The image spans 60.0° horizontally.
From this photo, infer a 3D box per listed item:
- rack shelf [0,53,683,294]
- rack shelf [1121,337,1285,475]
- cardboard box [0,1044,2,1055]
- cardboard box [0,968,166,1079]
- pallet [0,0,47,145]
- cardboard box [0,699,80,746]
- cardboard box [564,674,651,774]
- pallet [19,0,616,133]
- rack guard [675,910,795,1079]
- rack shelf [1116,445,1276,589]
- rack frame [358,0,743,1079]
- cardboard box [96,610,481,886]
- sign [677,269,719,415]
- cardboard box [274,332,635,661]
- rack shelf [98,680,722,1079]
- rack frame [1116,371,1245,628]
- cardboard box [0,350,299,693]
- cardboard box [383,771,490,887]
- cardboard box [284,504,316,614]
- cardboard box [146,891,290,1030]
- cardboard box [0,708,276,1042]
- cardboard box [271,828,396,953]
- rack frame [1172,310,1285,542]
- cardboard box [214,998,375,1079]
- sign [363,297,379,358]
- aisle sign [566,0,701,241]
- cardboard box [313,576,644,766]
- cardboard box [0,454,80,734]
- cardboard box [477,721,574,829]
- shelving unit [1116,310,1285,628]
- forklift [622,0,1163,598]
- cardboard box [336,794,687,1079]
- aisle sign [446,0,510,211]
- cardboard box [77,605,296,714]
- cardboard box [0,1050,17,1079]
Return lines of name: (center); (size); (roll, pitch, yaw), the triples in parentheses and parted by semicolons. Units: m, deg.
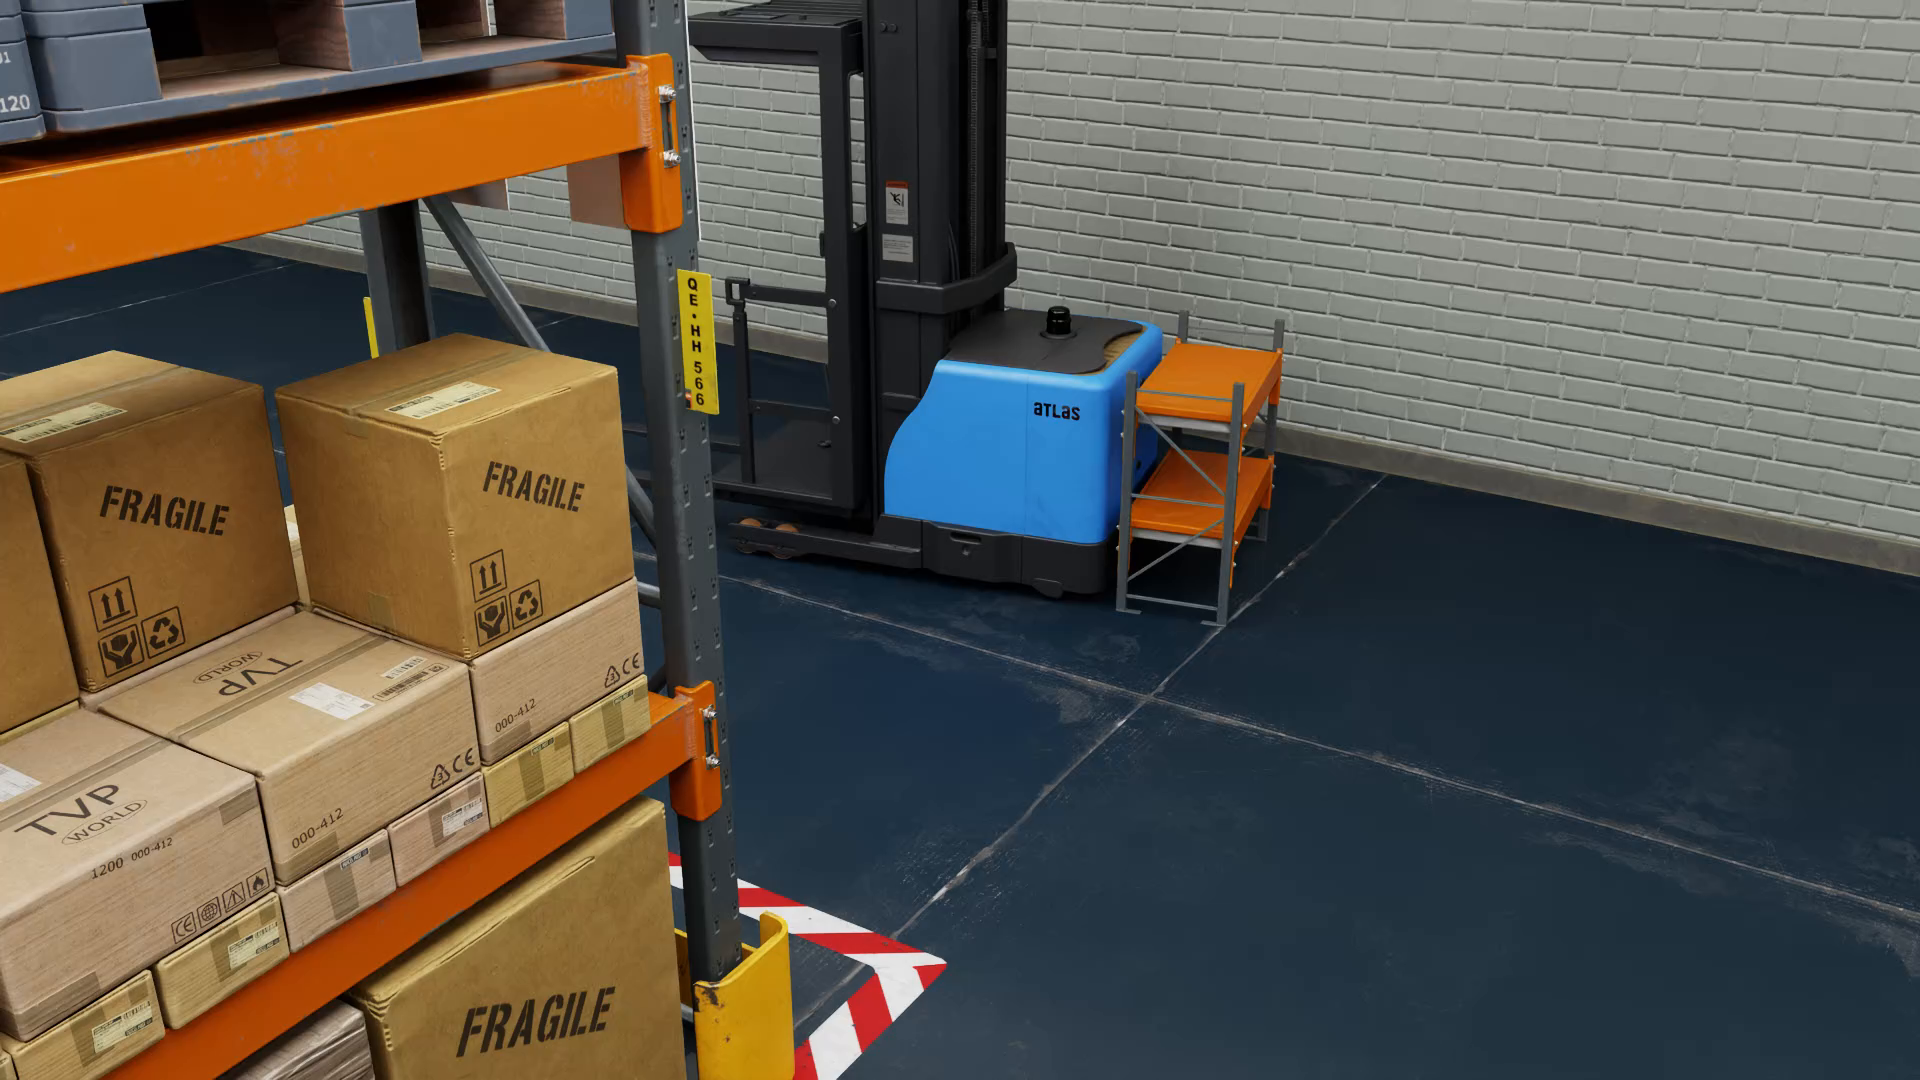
rack shelf: (-2.100, -0.294, 2.282); (1.077, 0.370, 4.000); (14, 27, 29)
rack shelf: (1.116, -0.626, 7.541); (0.538, 0.278, 1.000); (8, 25, 18)
cardboard box: (-1.883, 0.749, 2.559); (0.500, 0.250, 0.500); (14, 27, 29)
cardboard box: (-1.627, 0.815, 2.908); (0.380, 0.149, 0.250); (14, 27, 29)
pallet: (-2.071, -0.592, 2.178); (1.003, 0.211, 1.213); (14, 27, 29)
cardboard box: (-2.065, 0.461, 3.223); (0.500, 0.250, 0.500); (13, 27, 27)
cardboard box: (-0.953, 0.382, 3.908); (0.380, 0.149, 0.250); (14, 27, 30)
pallet: (-1.428, -1.006, 3.133); (1.003, 0.211, 1.213); (14, 27, 29)
rack guard: (-1.033, 1.217, 4.810); (1.175, 0.500, 0.348); (14, 27, 29)
rack shelf: (1.114, -0.133, 7.754); (0.538, 0.278, 1.000); (8, 25, 18)
rack frame: (-1.045, 0.078, 4.295); (1.000, 3.000, 0.127); (14, 27, 29)
cardboard box: (-1.344, 0.400, 3.364); (0.500, 0.250, 0.500); (13, 27, 28)
sign: (-0.592, -0.444, 3.744); (0.100, 0.325, 0.005); (14, 27, 29)
cardboard box: (-1.079, -0.115, 3.609); (0.500, 0.500, 0.500); (14, 27, 30)
rack shelf: (-2.100, 1.083, 2.878); (1.077, 0.370, 4.000); (14, 27, 29)
rack frame: (0.946, -0.167, 7.217); (0.500, 1.125, 0.032); (8, 25, 18)
cardboard box: (-1.792, -0.060, 3.483); (0.500, 0.500, 0.500); (13, 27, 28)
cardboard box: (-1.223, 0.555, 3.508); (0.380, 0.149, 0.250); (14, 27, 29)
cardboard box: (-1.528, 0.116, 4.022); (0.500, 0.250, 0.500); (13, 27, 28)
cardboard box: (-1.491, 0.727, 3.111); (0.380, 0.149, 0.250); (13, 27, 28)
cardboard box: (-1.612, 0.572, 2.967); (0.500, 0.250, 0.500); (13, 27, 27)
cardboard box: (-1.356, 0.639, 3.314); (0.380, 0.149, 0.250); (14, 27, 30)
rack frame: (1.284, -0.548, 8.097); (0.500, 1.125, 0.032); (8, 25, 18)
cardboard box: (-1.795, 1.400, 3.386); (0.875, 0.875, 0.875); (14, 27, 29)
sign: (-1.514, -0.474, 4.380); (0.100, 0.325, 0.005); (14, 27, 29)
aisle sign: (-0.753, -1.077, 3.689); (0.394, 0.787, 0.004); (14, 27, 29)
cardboard box: (-1.076, 0.229, 3.759); (0.500, 0.250, 0.500); (13, 27, 28)
cardboard box: (-2.060, 0.116, 3.076); (0.500, 0.500, 0.500); (13, 27, 28)
cardboard box: (-1.089, 0.470, 3.704); (0.380, 0.149, 0.250); (14, 27, 29)
shelving unit: (1.115, -0.357, 7.657); (0.538, 1.125, 1.048); (8, 25, 18)
forklift: (-0.587, -1.436, 7.879); (3.031, 2.935, 1.130); (9, 25, 20)
cardboard box: (-1.315, 1.093, 4.096); (0.875, 0.875, 0.875); (14, 27, 29)
aisle sign: (-1.262, -1.202, 3.980); (0.394, 0.787, 0.004); (14, 27, 29)
cardboard box: (-1.797, 0.292, 3.613); (0.500, 0.250, 0.500); (13, 27, 28)
cardboard box: (-1.760, 0.898, 2.716); (0.380, 0.149, 0.250); (14, 27, 30)
